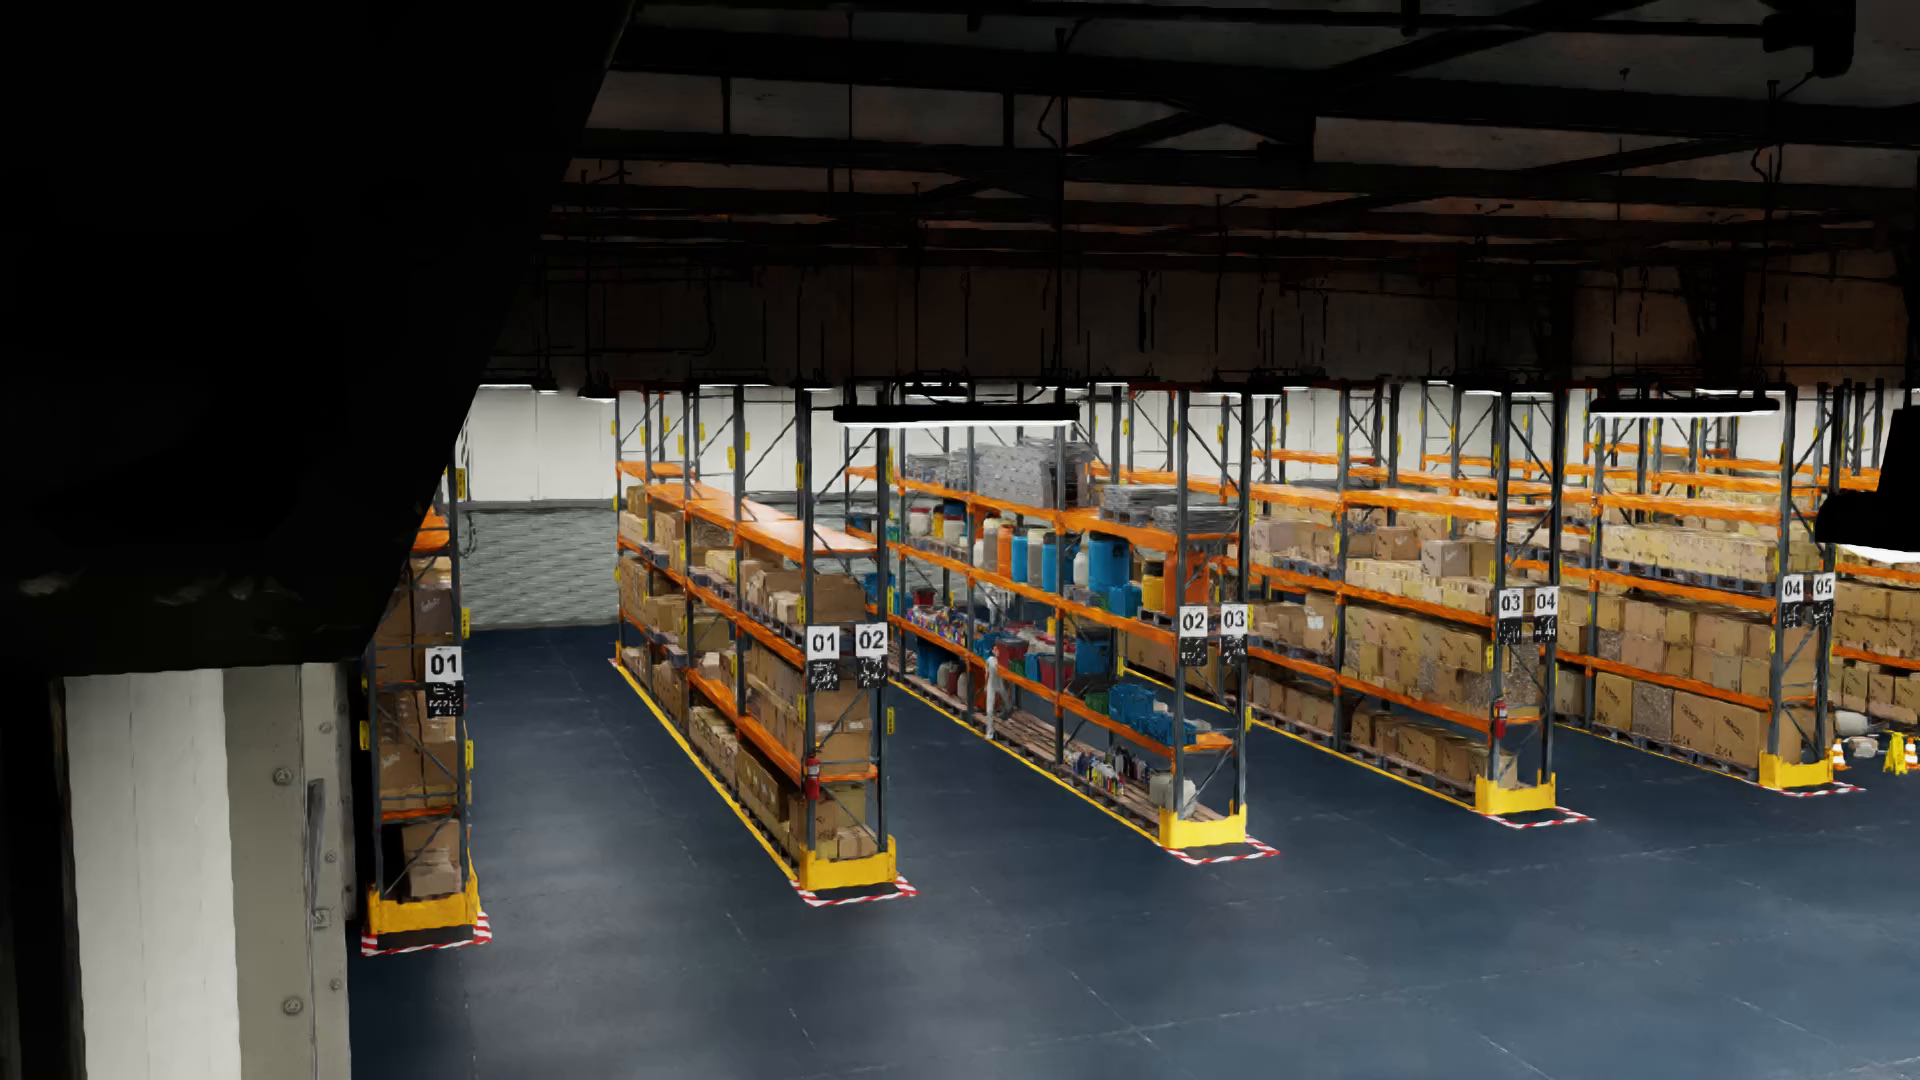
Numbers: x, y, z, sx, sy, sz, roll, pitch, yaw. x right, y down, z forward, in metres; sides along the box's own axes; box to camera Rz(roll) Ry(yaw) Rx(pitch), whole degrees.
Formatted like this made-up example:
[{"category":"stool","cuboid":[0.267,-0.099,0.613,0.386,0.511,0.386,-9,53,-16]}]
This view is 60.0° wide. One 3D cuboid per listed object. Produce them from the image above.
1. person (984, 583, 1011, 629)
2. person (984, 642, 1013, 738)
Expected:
[{"category":"person","cuboid":[0.867,1.469,38.417,0.639,1.632,0.506,-2,6,-21]},{"category":"person","cuboid":[0.650,2.509,28.175,0.491,1.628,0.963,0,6,2]}]
